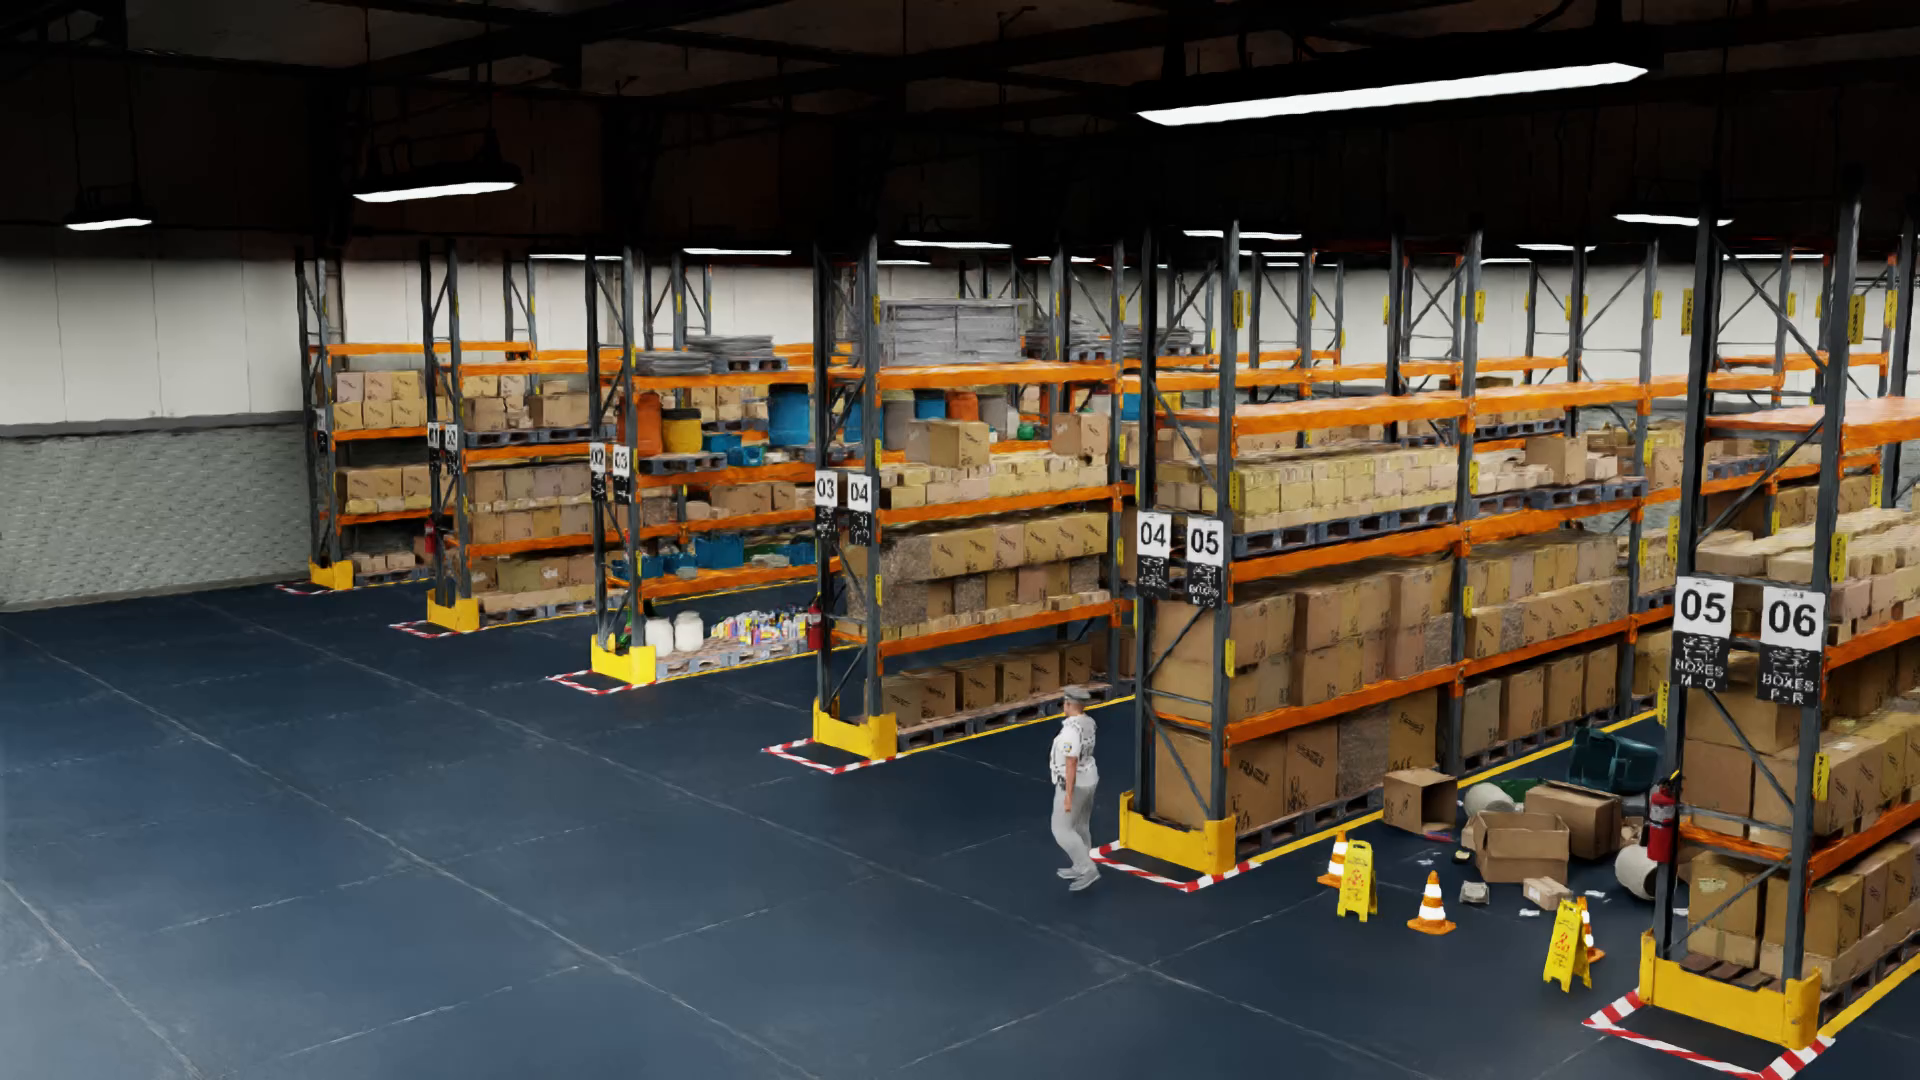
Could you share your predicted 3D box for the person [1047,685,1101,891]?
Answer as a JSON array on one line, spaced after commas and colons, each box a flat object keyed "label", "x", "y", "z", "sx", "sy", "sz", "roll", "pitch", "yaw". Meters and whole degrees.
[{"label": "person", "x": 1.041, "y": 2.171, "z": 14.648, "sx": 0.515, "sy": 1.751, "sz": 0.715, "roll": 4, "pitch": 9, "yaw": 26}]

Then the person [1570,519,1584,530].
[{"label": "person", "x": 10.135, "y": 0.404, "z": 27.346, "sx": 1.037, "sy": 1.512, "sz": 0.417, "roll": -7, "pitch": 11, "yaw": -40}]

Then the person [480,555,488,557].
[{"label": "person", "x": -8.288, "y": 0.138, "z": 28.855, "sx": 0.611, "sy": 1.603, "sz": 0.817, "roll": 5, "pitch": 10, "yaw": 30}]

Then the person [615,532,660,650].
[{"label": "person", "x": -4.782, "y": 0.724, "z": 24.496, "sx": 1.123, "sy": 1.706, "sz": 0.553, "roll": -7, "pitch": 11, "yaw": -40}]
